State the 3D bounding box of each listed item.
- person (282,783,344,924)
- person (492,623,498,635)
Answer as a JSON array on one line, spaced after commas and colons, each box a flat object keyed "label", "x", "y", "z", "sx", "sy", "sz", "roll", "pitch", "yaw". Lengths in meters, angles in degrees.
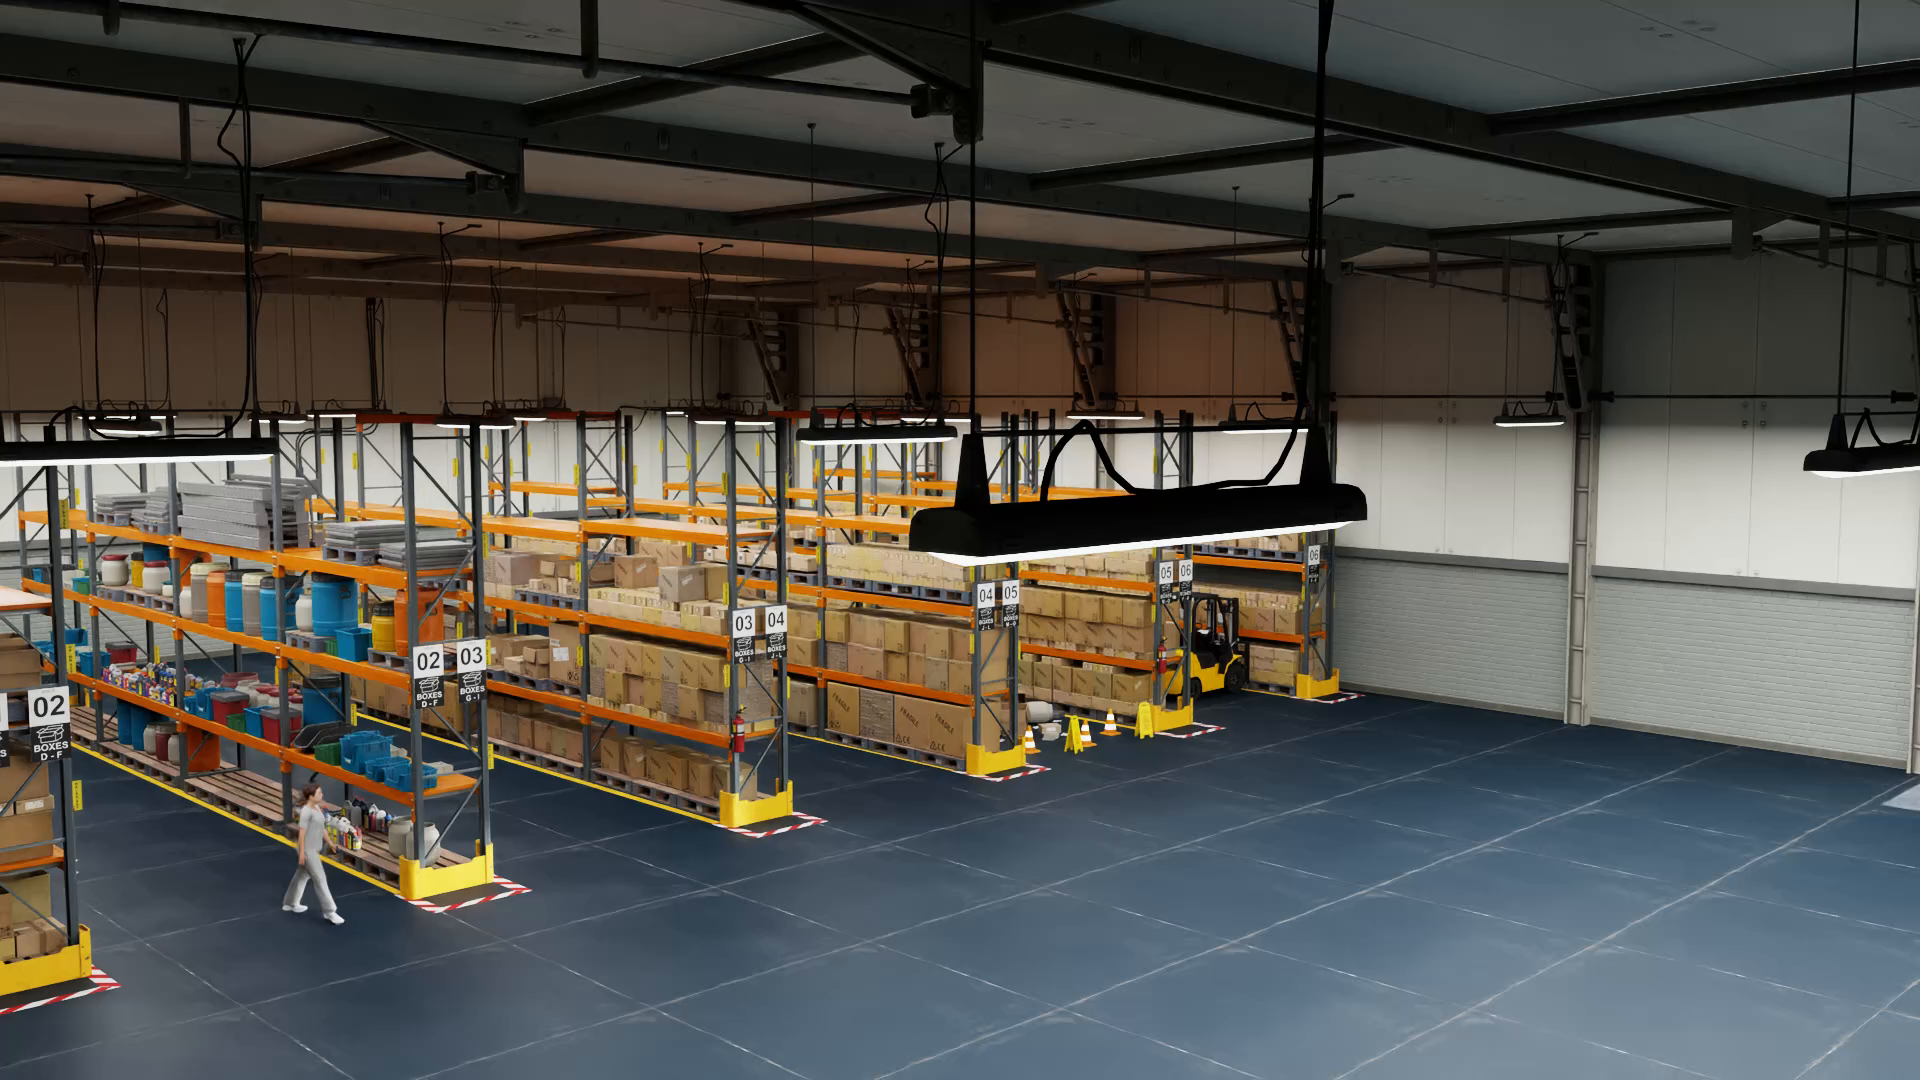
[{"label": "person", "x": -7.825, "y": 3.761, "z": 20.134, "sx": 0.933, "sy": 1.657, "sz": 0.517, "roll": 1, "pitch": 5, "yaw": 12}, {"label": "person", "x": -9.466, "y": 2.536, "z": 33.663, "sx": 0.628, "sy": 1.747, "sz": 0.703, "roll": -4, "pitch": 7, "yaw": -41}]
